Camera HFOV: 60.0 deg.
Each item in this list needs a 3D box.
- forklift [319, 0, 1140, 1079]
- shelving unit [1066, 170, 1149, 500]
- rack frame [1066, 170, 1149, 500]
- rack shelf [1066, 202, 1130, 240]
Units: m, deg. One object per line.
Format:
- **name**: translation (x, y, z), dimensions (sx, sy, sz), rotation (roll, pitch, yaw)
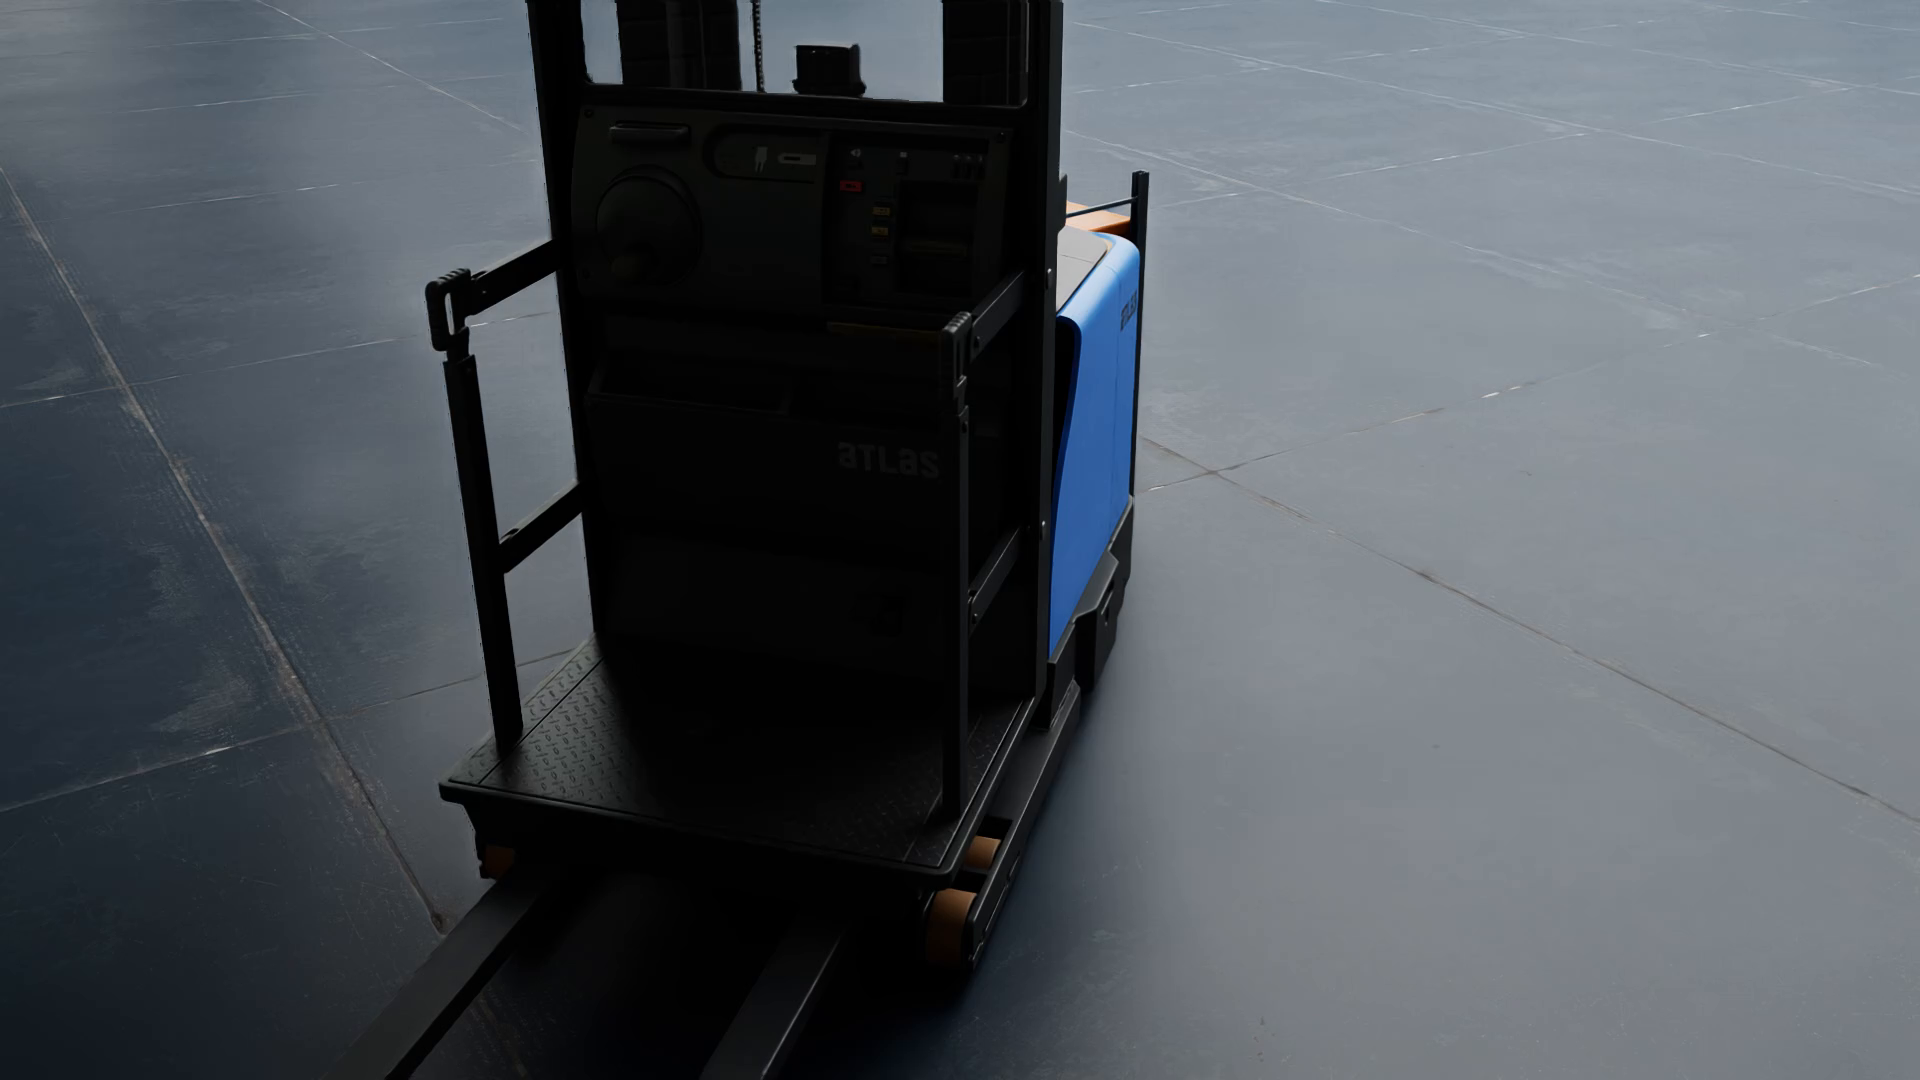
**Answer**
- **forklift**: translation (-0.409, -0.637, 3.165), dimensions (1.130, 2.935, 3.031), rotation (7, 26, 15)
- **shelving unit**: translation (0.026, -0.676, 5.365), dimensions (0.538, 1.125, 1.048), rotation (-21, 32, -37)
- **rack frame**: translation (0.366, -0.515, 5.024), dimensions (0.500, 1.125, 0.032), rotation (-21, 32, -37)
- **rack shelf**: translation (0.026, -0.941, 5.240), dimensions (0.538, 0.278, 1.000), rotation (-21, 32, -37)
